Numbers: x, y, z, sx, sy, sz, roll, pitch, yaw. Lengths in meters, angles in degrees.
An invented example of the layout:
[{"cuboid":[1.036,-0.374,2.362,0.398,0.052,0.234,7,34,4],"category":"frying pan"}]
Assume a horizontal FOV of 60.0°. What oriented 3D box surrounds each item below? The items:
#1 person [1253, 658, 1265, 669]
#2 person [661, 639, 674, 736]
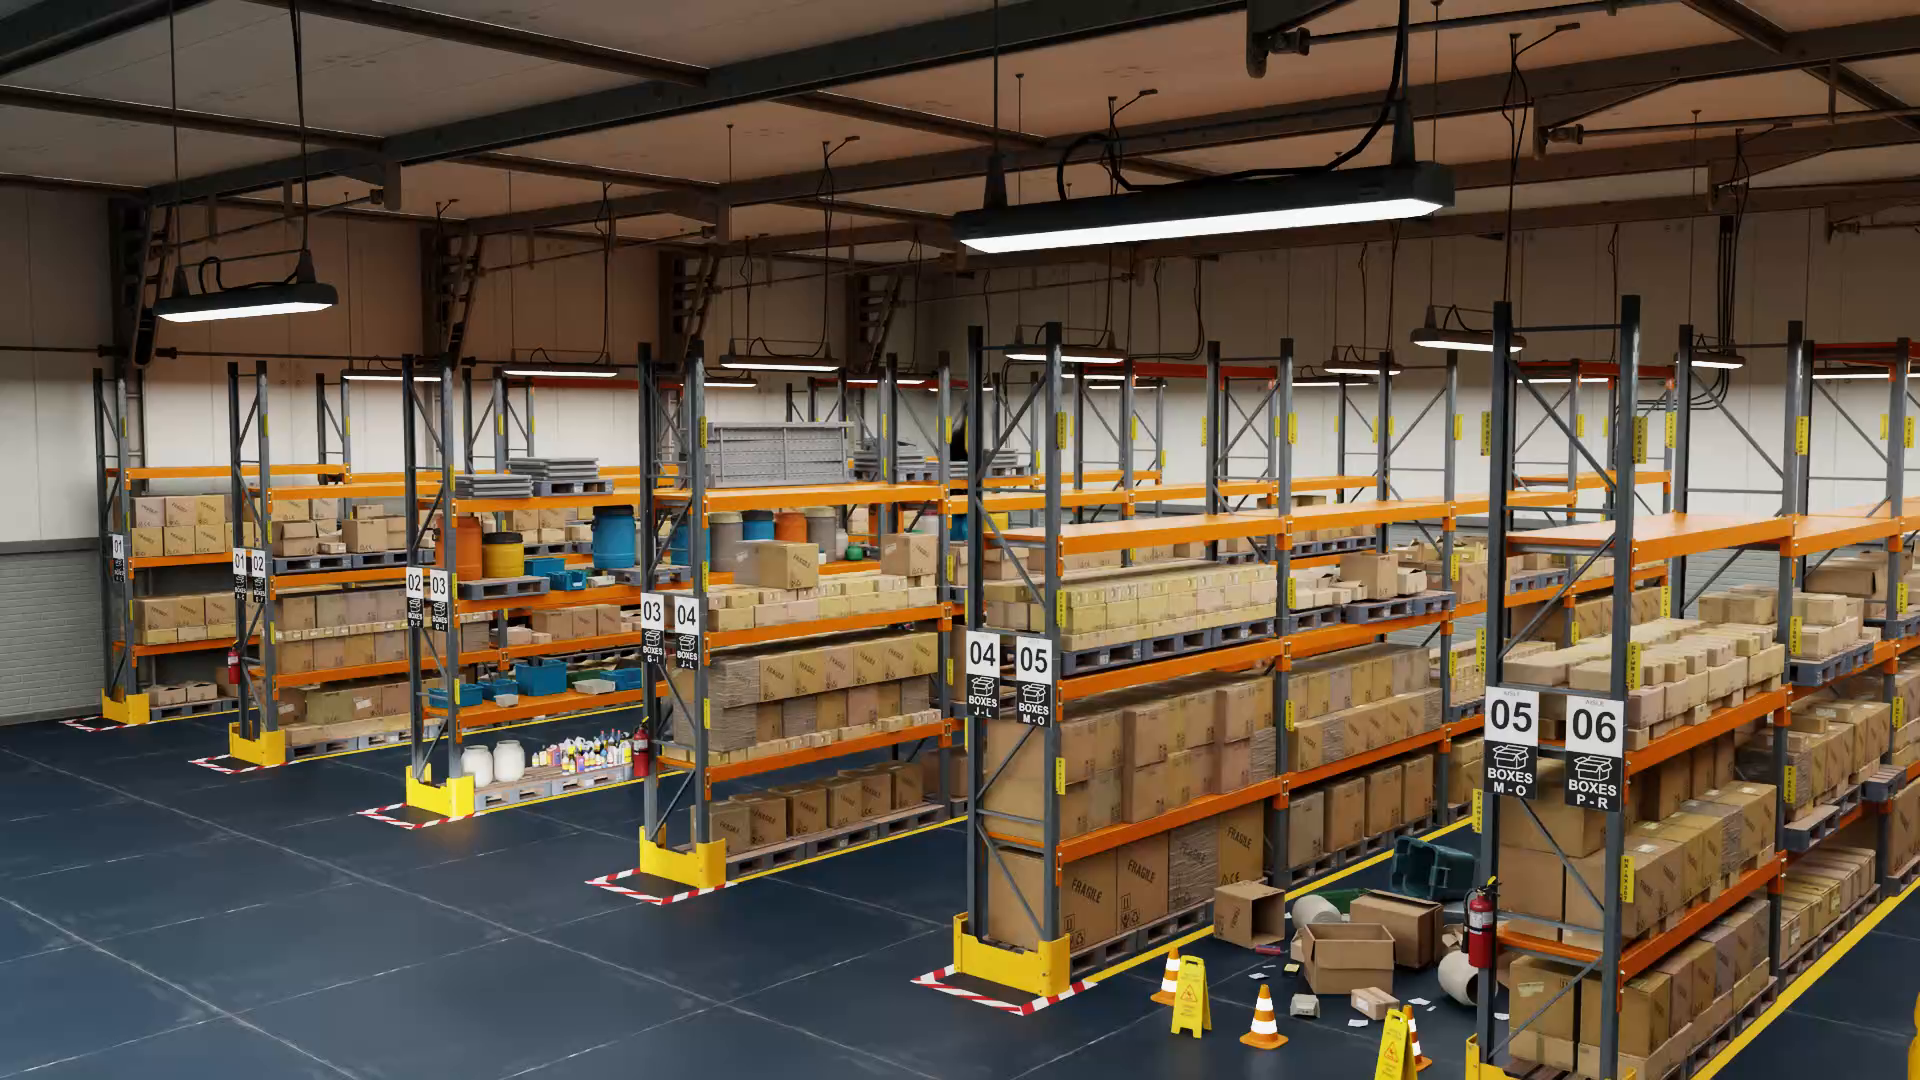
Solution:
[{"cuboid":[4.475,2.538,24.859,0.595,1.601,0.560,3,5,36],"category":"person"},{"cuboid":[-4.749,2.308,27.002,0.664,1.743,0.593,3,5,34],"category":"person"}]
